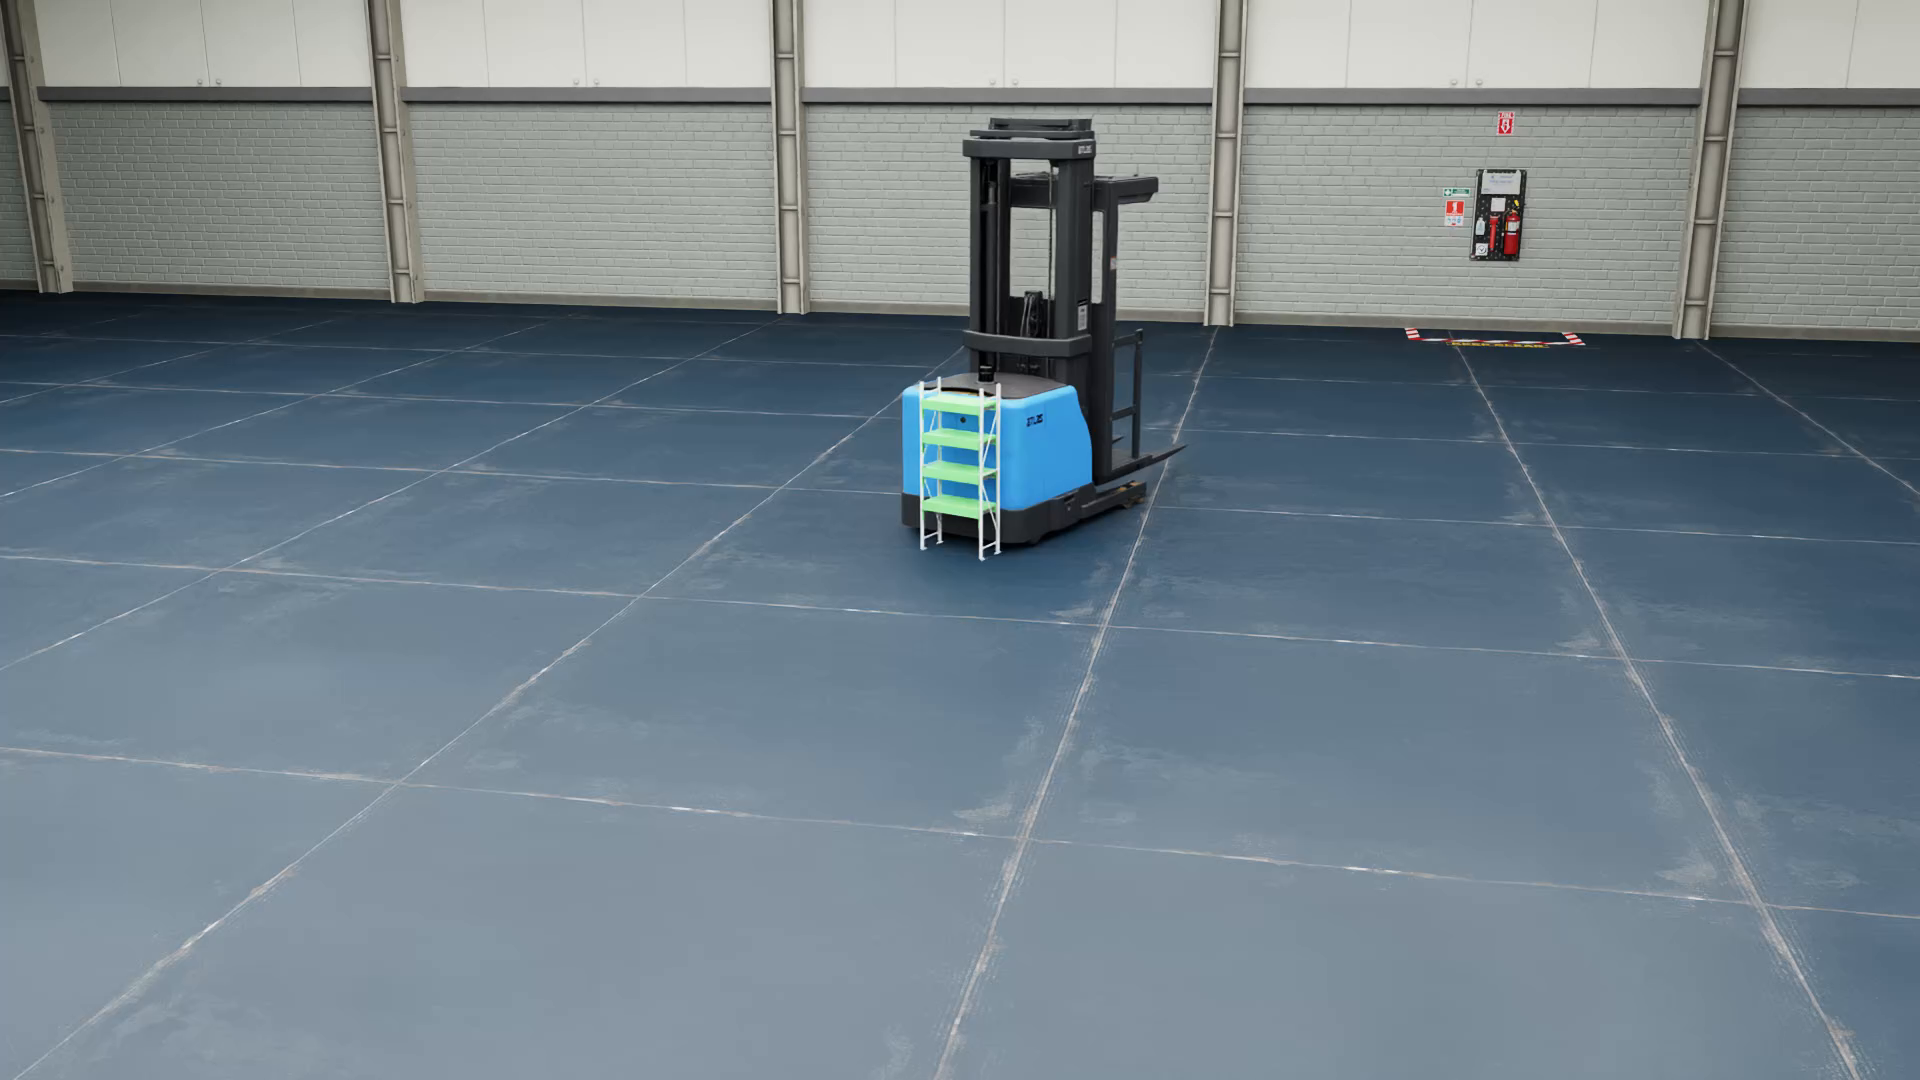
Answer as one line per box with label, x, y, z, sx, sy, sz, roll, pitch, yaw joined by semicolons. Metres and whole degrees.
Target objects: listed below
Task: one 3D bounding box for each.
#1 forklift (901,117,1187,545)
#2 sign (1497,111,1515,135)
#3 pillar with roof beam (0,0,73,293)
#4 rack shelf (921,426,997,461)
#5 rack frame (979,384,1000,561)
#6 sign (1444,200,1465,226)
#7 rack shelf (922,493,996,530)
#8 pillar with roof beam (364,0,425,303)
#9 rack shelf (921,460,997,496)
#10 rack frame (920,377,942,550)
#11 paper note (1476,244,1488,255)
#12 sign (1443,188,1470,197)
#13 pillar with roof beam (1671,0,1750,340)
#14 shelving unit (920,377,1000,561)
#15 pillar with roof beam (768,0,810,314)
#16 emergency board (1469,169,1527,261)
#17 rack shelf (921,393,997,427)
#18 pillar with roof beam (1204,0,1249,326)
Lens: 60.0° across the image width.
forklift;0.807;-1.720;12.710;1.130;2.935;3.031;10;18;32
sign;6.991;-5.338;21.300;0.199;0.298;0.001;3;16;11
pillar with roof beam;-14.984;-7.094;20.746;0.400;9.000;9.100;3;16;11
rack shelf;0.000;-0.667;11.491;0.480;0.148;0.258;10;18;32
rack frame;0.205;-0.461;11.410;0.015;1.200;0.240;10;18;32
sign;6.458;-4.268;21.713;0.234;0.329;0.001;3;16;11
rack shelf;0.000;-0.204;11.619;0.480;0.148;0.258;10;18;32
pillar with roof beam;-9.104;-6.775;19.594;0.400;9.000;9.100;3;16;11
rack shelf;0.000;-0.435;11.555;0.480;0.148;0.258;10;18;32
rack frame;-0.204;-0.532;11.667;0.015;1.200;0.240;10;18;32
paper note;6.819;-3.797;21.731;0.142;0.148;0.016;3;16;11
sign;6.460;-4.521;21.633;0.331;0.109;0.001;3;16;11
pillar with roof beam;8.535;-5.818;16.137;0.400;9.000;9.100;3;16;11
shelving unit;0.000;-0.497;11.538;0.503;1.200;0.258;10;18;32
pillar with roof beam;-3.224;-6.456;18.442;0.400;9.000;9.100;3;16;11
emergency board;6.979;-4.194;21.514;0.643;1.169;0.194;3;16;11
rack shelf;0.000;-0.898;11.427;0.480;0.148;0.258;10;18;32
pillar with roof beam;2.655;-6.137;17.290;0.400;9.000;9.100;3;16;11
